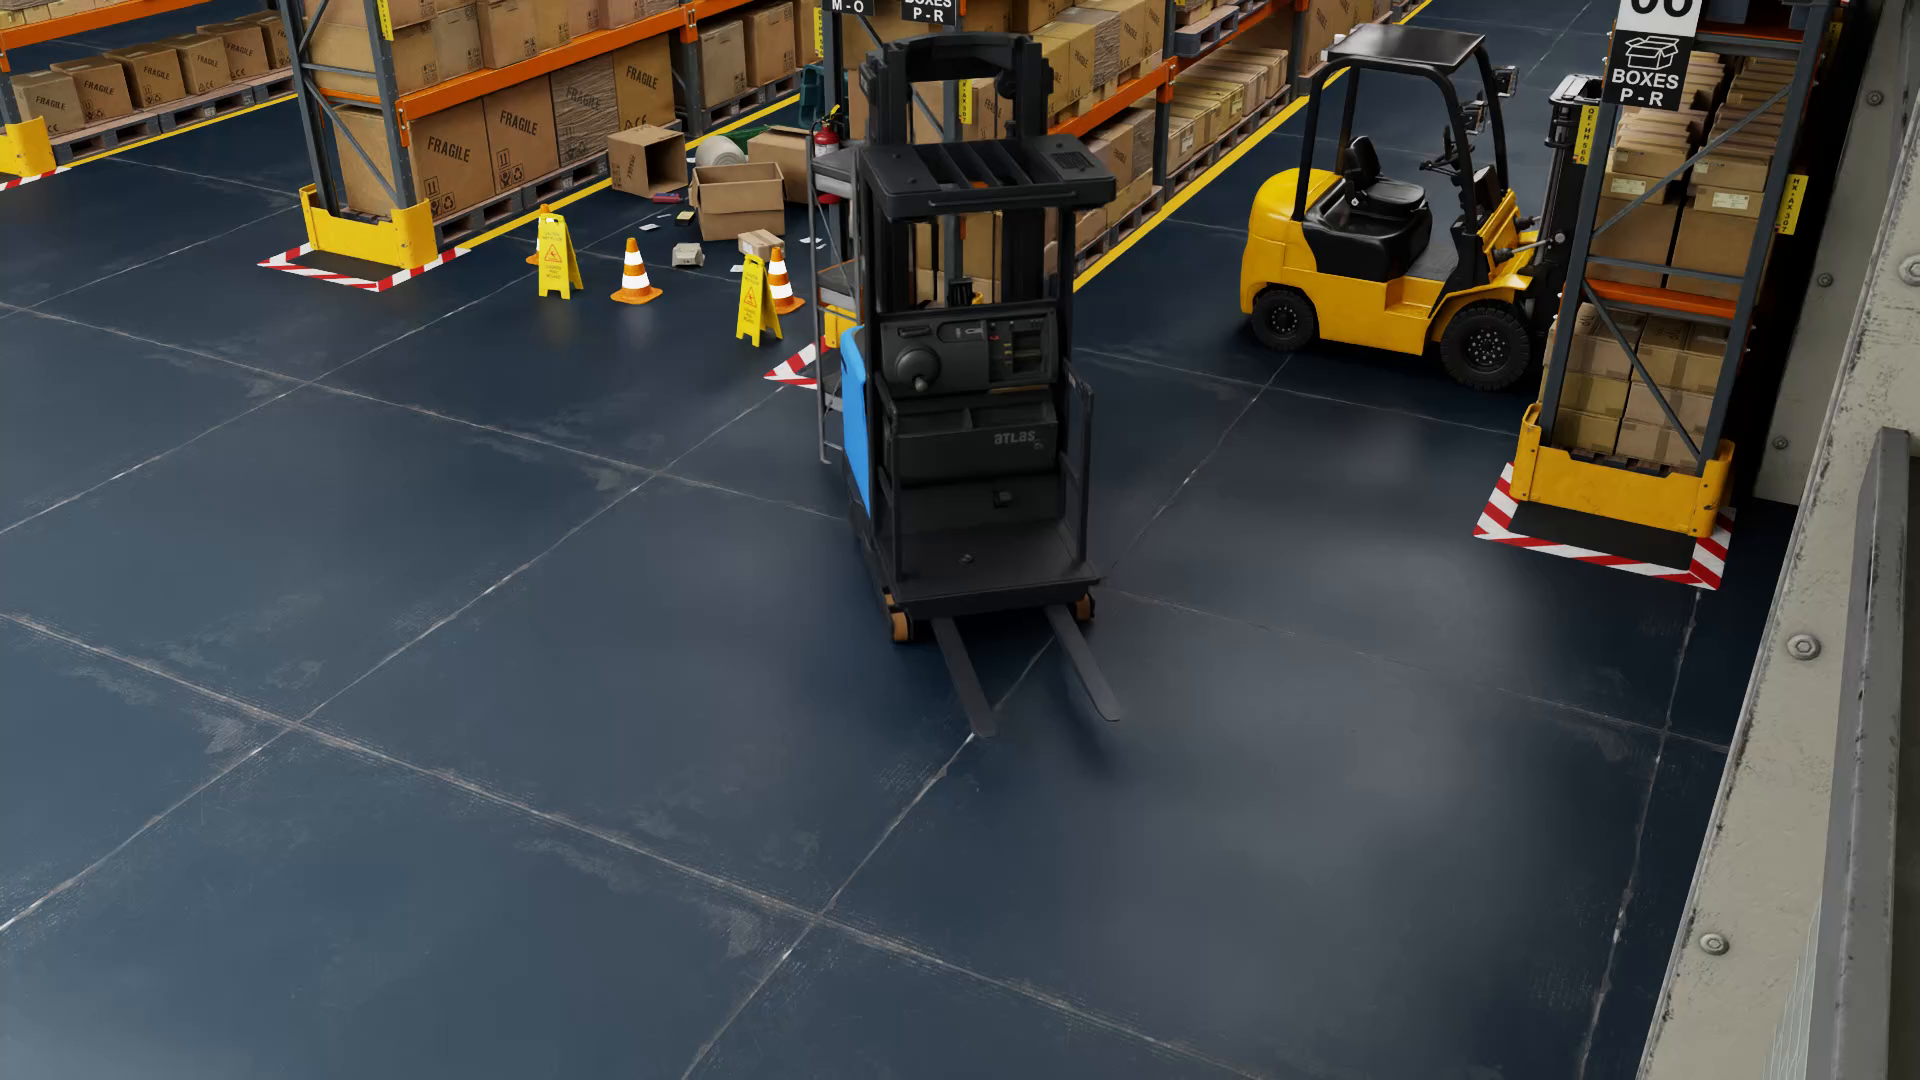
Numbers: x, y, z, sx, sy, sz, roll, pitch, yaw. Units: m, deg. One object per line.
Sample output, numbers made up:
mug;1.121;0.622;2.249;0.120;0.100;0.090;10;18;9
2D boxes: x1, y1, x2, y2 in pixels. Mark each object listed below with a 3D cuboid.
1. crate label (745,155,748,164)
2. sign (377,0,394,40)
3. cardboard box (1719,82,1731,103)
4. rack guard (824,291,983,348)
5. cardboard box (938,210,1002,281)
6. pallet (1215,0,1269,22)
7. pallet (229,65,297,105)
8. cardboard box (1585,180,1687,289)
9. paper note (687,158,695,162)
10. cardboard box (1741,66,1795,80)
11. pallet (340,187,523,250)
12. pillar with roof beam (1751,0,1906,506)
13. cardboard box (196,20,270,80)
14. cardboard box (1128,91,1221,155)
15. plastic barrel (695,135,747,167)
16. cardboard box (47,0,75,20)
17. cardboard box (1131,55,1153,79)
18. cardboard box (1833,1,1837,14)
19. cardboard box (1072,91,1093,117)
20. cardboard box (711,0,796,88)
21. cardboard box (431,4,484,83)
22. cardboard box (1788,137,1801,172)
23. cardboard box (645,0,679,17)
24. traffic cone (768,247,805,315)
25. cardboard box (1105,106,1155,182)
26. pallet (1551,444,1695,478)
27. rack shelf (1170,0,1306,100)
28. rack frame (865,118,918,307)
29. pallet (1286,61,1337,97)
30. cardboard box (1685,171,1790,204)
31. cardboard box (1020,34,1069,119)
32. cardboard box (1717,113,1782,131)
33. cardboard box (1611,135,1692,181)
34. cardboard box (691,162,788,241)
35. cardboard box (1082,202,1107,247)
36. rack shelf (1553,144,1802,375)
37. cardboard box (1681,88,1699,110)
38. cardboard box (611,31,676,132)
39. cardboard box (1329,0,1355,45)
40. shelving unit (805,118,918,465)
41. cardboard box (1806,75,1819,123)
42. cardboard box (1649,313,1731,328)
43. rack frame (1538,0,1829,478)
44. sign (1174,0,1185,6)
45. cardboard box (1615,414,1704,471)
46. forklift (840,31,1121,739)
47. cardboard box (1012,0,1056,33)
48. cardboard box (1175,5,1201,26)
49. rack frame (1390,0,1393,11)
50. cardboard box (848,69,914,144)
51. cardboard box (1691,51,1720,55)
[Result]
crate label;-1.960;-3.595;15.873;0.298;0.136;0.250;-7;31;-11
sign;-4.412;-4.004;12.762;0.100;0.325;0.005;14;33;23
cardboard box;5.134;-2.965;11.801;0.500;0.500;0.500;15;33;24
rack guard;-0.417;-1.595;12.025;1.175;0.500;0.348;14;33;23
cardboard box;0.173;-2.265;12.269;0.500;0.500;0.500;13;32;22
pallet;2.328;-5.221;16.023;1.003;0.211;1.213;14;33;23
pallet;-7.725;-5.151;18.508;1.003;0.211;1.213;14;33;23
cardboard box;3.960;-1.842;9.844;0.500;0.500;0.500;14;33;22
paper note;-2.582;-3.705;16.171;0.147;0.020;0.142;-7;31;-11
cardboard box;5.303;-2.977;10.871;0.380;0.149;0.250;14;33;23
pallet;-4.609;-2.886;14.564;1.003;0.211;1.213;14;33;23
pillar with roof beam;1.256;-5.203;9.774;9.100;9.000;0.400;14;33;23
cardboard box;-7.923;-5.340;18.126;0.500;0.500;0.500;-26;39;-37
cardboard box;1.932;-4.013;15.944;0.950;0.372;0.625;16;34;26
plastic barrel;-2.233;-3.528;15.469;0.421;0.421;0.512;-12;32;-20
cardboard box;-8.673;-5.070;15.819;0.380;0.149;0.250;14;33;23
cardboard box;1.388;-3.985;13.930;0.380;0.149;0.250;15;33;24
cardboard box;7.425;-4.729;14.622;0.500;0.250;0.500;15;33;24
cardboard box;0.808;-3.417;12.941;0.380;0.149;0.250;15;33;24
cardboard box;-2.436;-5.425;18.023;1.050;0.750;0.750;14;33;23
cardboard box;-4.544;-4.212;13.921;0.875;0.550;0.550;14;33;23
cardboard box;4.884;-2.371;10.114;0.380;0.149;0.250;15;33;24
cardboard box;-3.239;-5.395;15.982;0.875;0.550;0.550;14;33;23
traffic cone;-1.404;-2.028;12.817;0.336;0.463;0.334;14;33;23
cardboard box;1.340;-3.410;14.262;0.500;0.500;0.500;14;33;23
pallet;4.280;-0.660;10.687;1.003;0.211;1.213;14;33;23
rack shelf;2.282;-4.993;16.155;1.077;0.370;4.000;14;33;23
rack frame;-0.413;-1.536;10.316;0.400;2.100;0.015;24;38;35
pallet;3.619;-5.315;18.793;1.003;0.211;1.213;14;33;23
cardboard box;4.660;-1.956;10.044;0.500;0.500;0.500;15;33;25
cardboard box;0.476;-3.421;12.296;0.500;0.500;0.500;14;33;22
cardboard box;4.695;-2.409;9.883;0.380;0.149;0.250;15;33;24
cardboard box;3.945;-2.181;9.485;0.380;0.149;0.250;14;33;23
cardboard box;-1.905;-2.915;14.321;0.797;0.503;0.637;-7;31;-11
cardboard box;0.872;-2.622;13.643;0.500;0.250;0.500;15;33;24
rack shelf;4.880;-2.095;11.109;1.077;0.370;4.000;14;33;23
cardboard box;4.437;-2.769;10.510;0.380;0.149;0.250;15;33;24
cardboard box;-3.430;-4.494;16.276;0.875;0.875;0.875;15;33;24
cardboard box;3.992;-6.134;19.131;0.875;0.875;0.875;15;33;24
shelving unit;-0.575;-1.445;10.158;0.431;2.100;0.503;24;38;35
cardboard box;8.055;-4.288;16.294;0.500;0.500;0.500;16;33;25
cardboard box;4.581;-1.336;10.400;0.500;0.250;0.500;14;33;23
rack frame;3.969;-1.520;9.386;1.000;3.000;0.127;14;33;23
sign;1.858;-4.674;14.008;0.100;0.325;0.005;14;33;23
cardboard box;4.367;-0.684;10.268;0.500;0.250;0.500;14;33;23
forklift;0.102;-0.932;8.430;1.130;2.935;3.031;-6;30;-11
cardboard box;0.316;-4.189;12.629;0.700;0.500;0.500;14;33;23
cardboard box;1.904;-4.665;14.691;0.380;0.149;0.250;15;33;24
rack frame;5.015;-7.965;20.607;1.000;3.000;0.127;14;33;23
cardboard box;-0.449;-3.120;11.772;0.500;0.500;0.500;14;33;22
cardboard box;5.026;-3.331;11.488;0.380;0.149;0.250;15;33;24
